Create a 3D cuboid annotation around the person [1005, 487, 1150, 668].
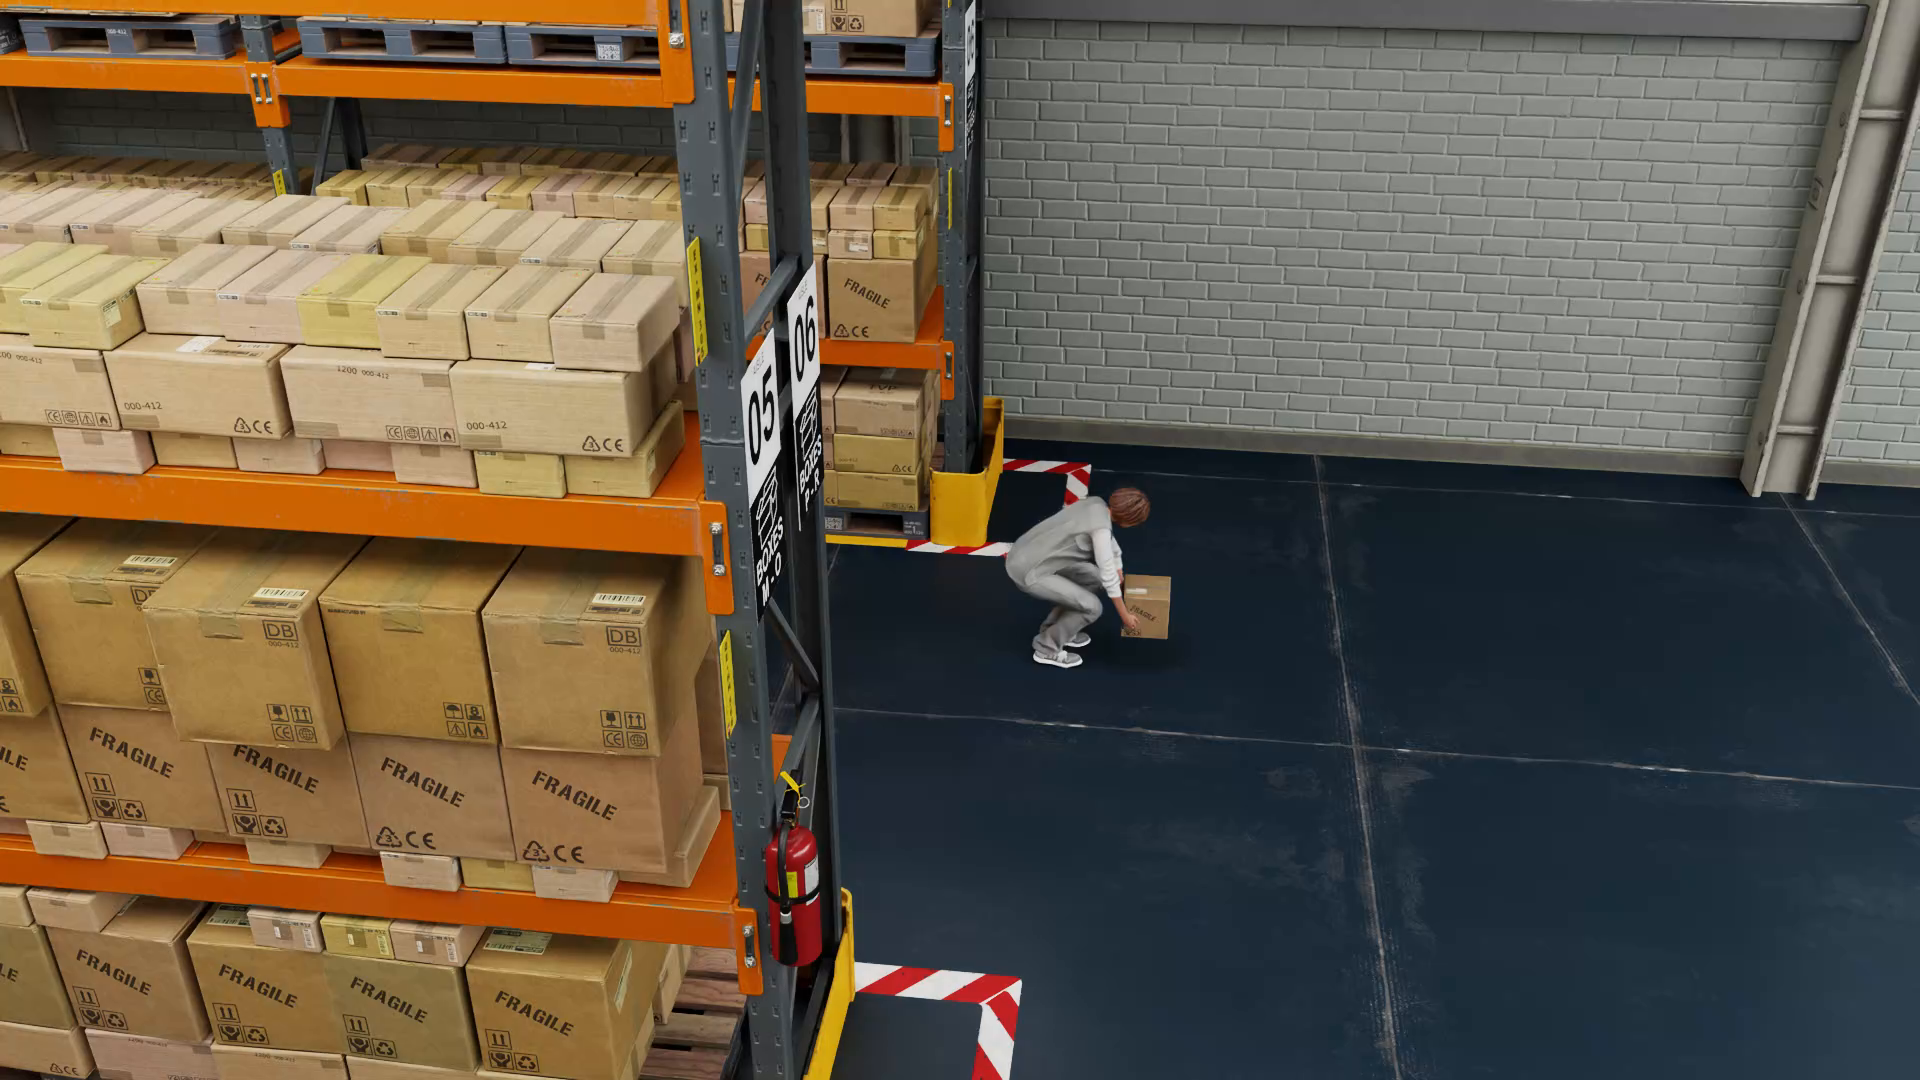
[{"bbox_3d":[0.627,0.172,9.024,0.761,1.017,0.456,3,29,6],"label":"person"}]
